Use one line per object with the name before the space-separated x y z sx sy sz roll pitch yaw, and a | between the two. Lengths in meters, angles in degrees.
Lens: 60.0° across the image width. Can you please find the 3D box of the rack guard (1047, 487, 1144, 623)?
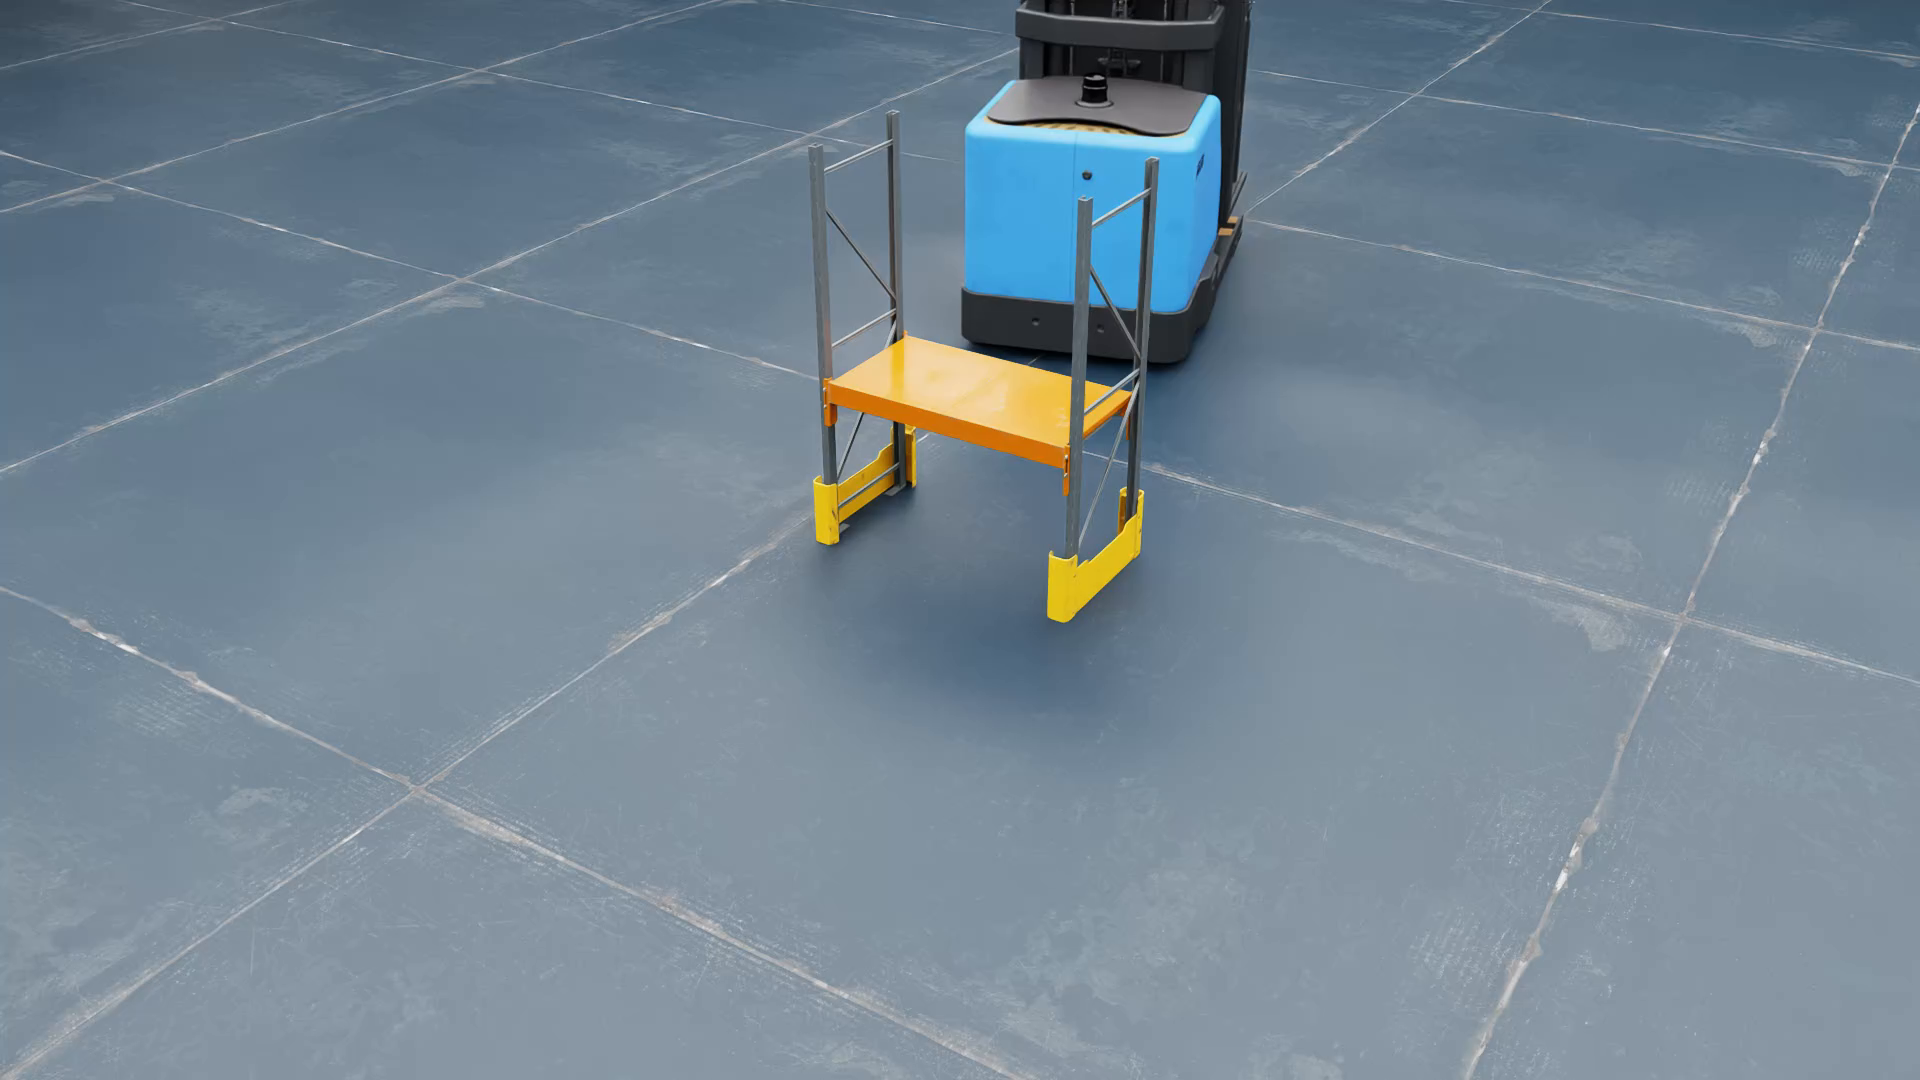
rack guard | 0.486 0.046 5.923 0.087 0.250 0.587 18 35 27

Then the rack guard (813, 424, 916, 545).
rack guard | -0.357 -0.221 6.381 0.087 0.250 0.587 18 35 27

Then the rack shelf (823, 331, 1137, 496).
rack shelf | 0.072 -0.470 5.924 1.000 0.185 0.538 18 35 27

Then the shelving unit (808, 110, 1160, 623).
shelving unit | 0.065 -0.627 5.837 1.083 1.500 0.587 18 35 27

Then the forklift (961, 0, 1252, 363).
forklift | 0.897 -2.791 8.125 1.130 2.935 3.031 8 31 13

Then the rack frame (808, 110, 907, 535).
rack frame | -0.358 -0.761 6.066 0.032 1.500 0.500 18 35 27

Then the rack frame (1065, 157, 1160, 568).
rack frame | 0.503 -0.489 5.599 0.032 1.500 0.500 18 35 27
